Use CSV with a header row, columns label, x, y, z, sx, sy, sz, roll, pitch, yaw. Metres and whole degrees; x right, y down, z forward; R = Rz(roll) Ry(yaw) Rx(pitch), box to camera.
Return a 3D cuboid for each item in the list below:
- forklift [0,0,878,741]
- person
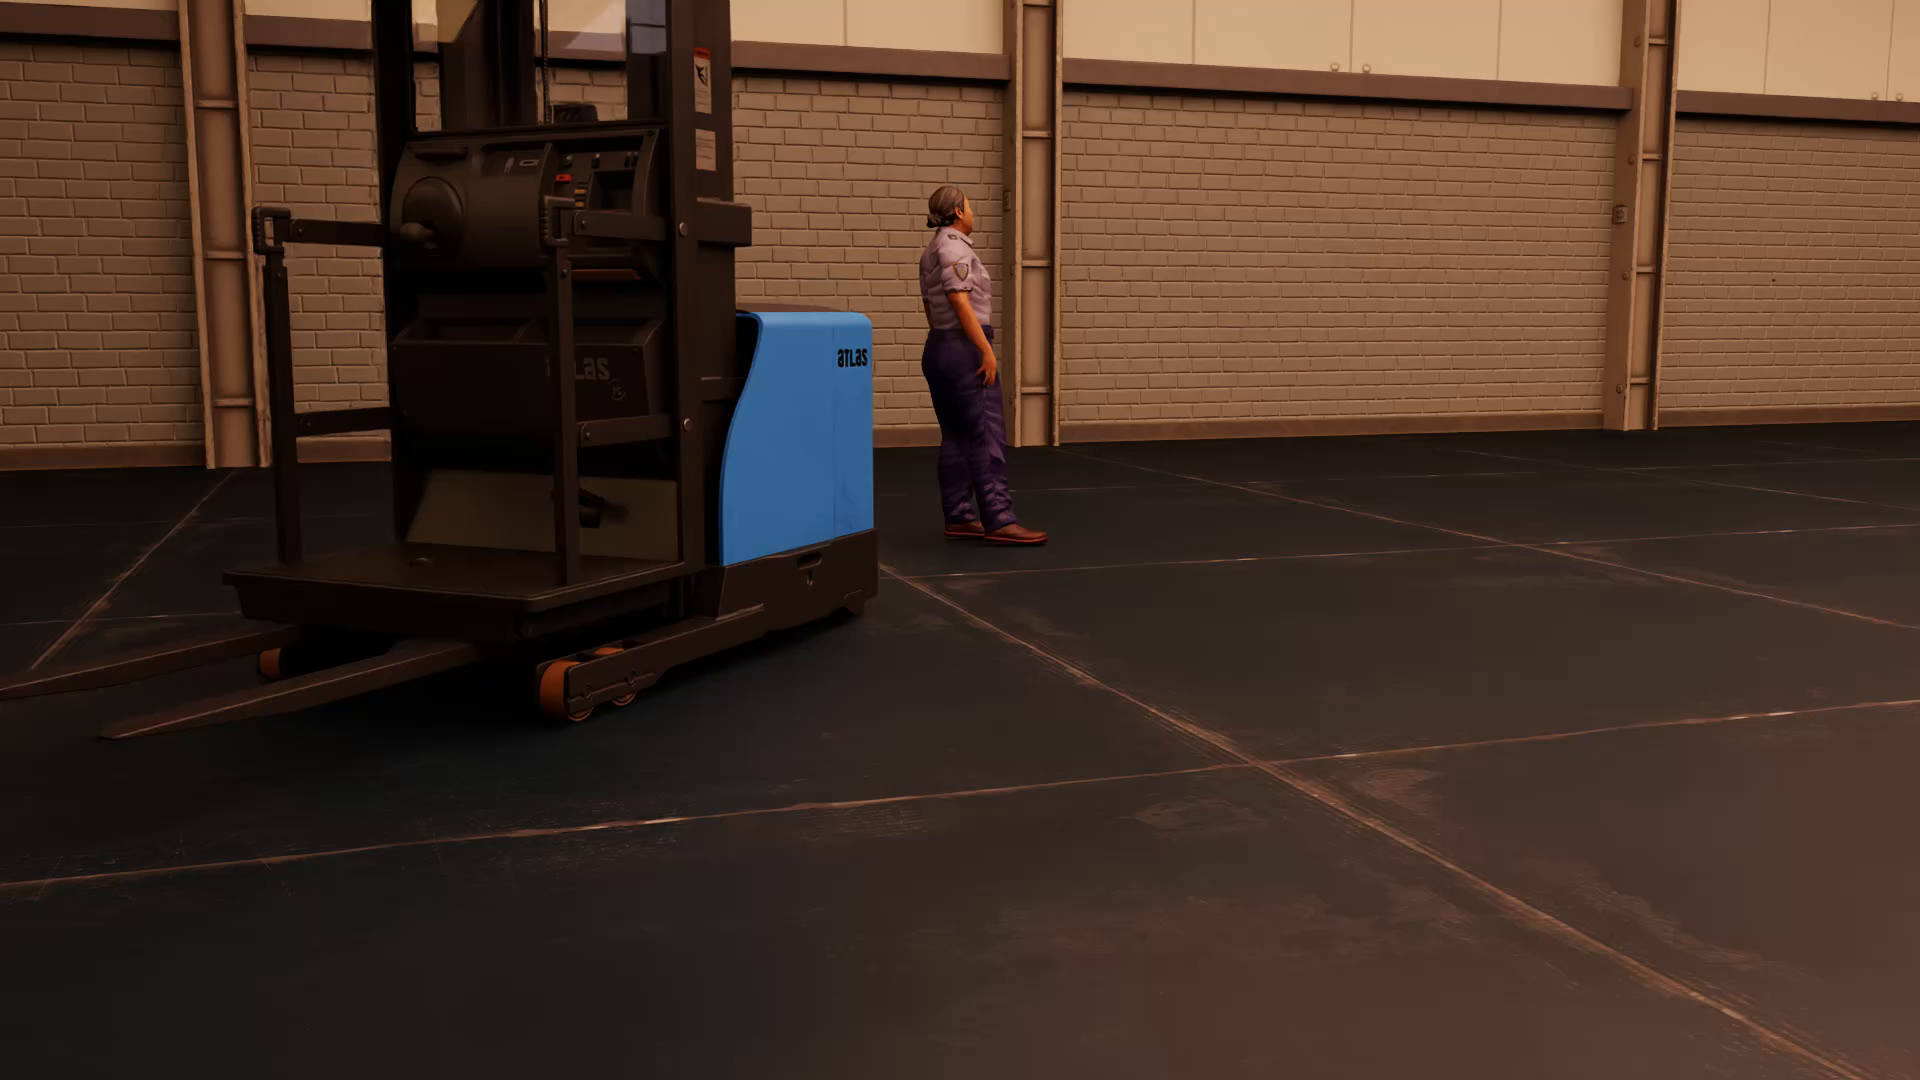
label,x,y,z,sx,sy,sz,roll,pitch,yaw
forklift,-1.368,-1.037,4.673,1.130,2.935,3.031,4,9,24
person,0.092,-0.820,7.819,0.503,1.640,0.598,-3,8,-18
